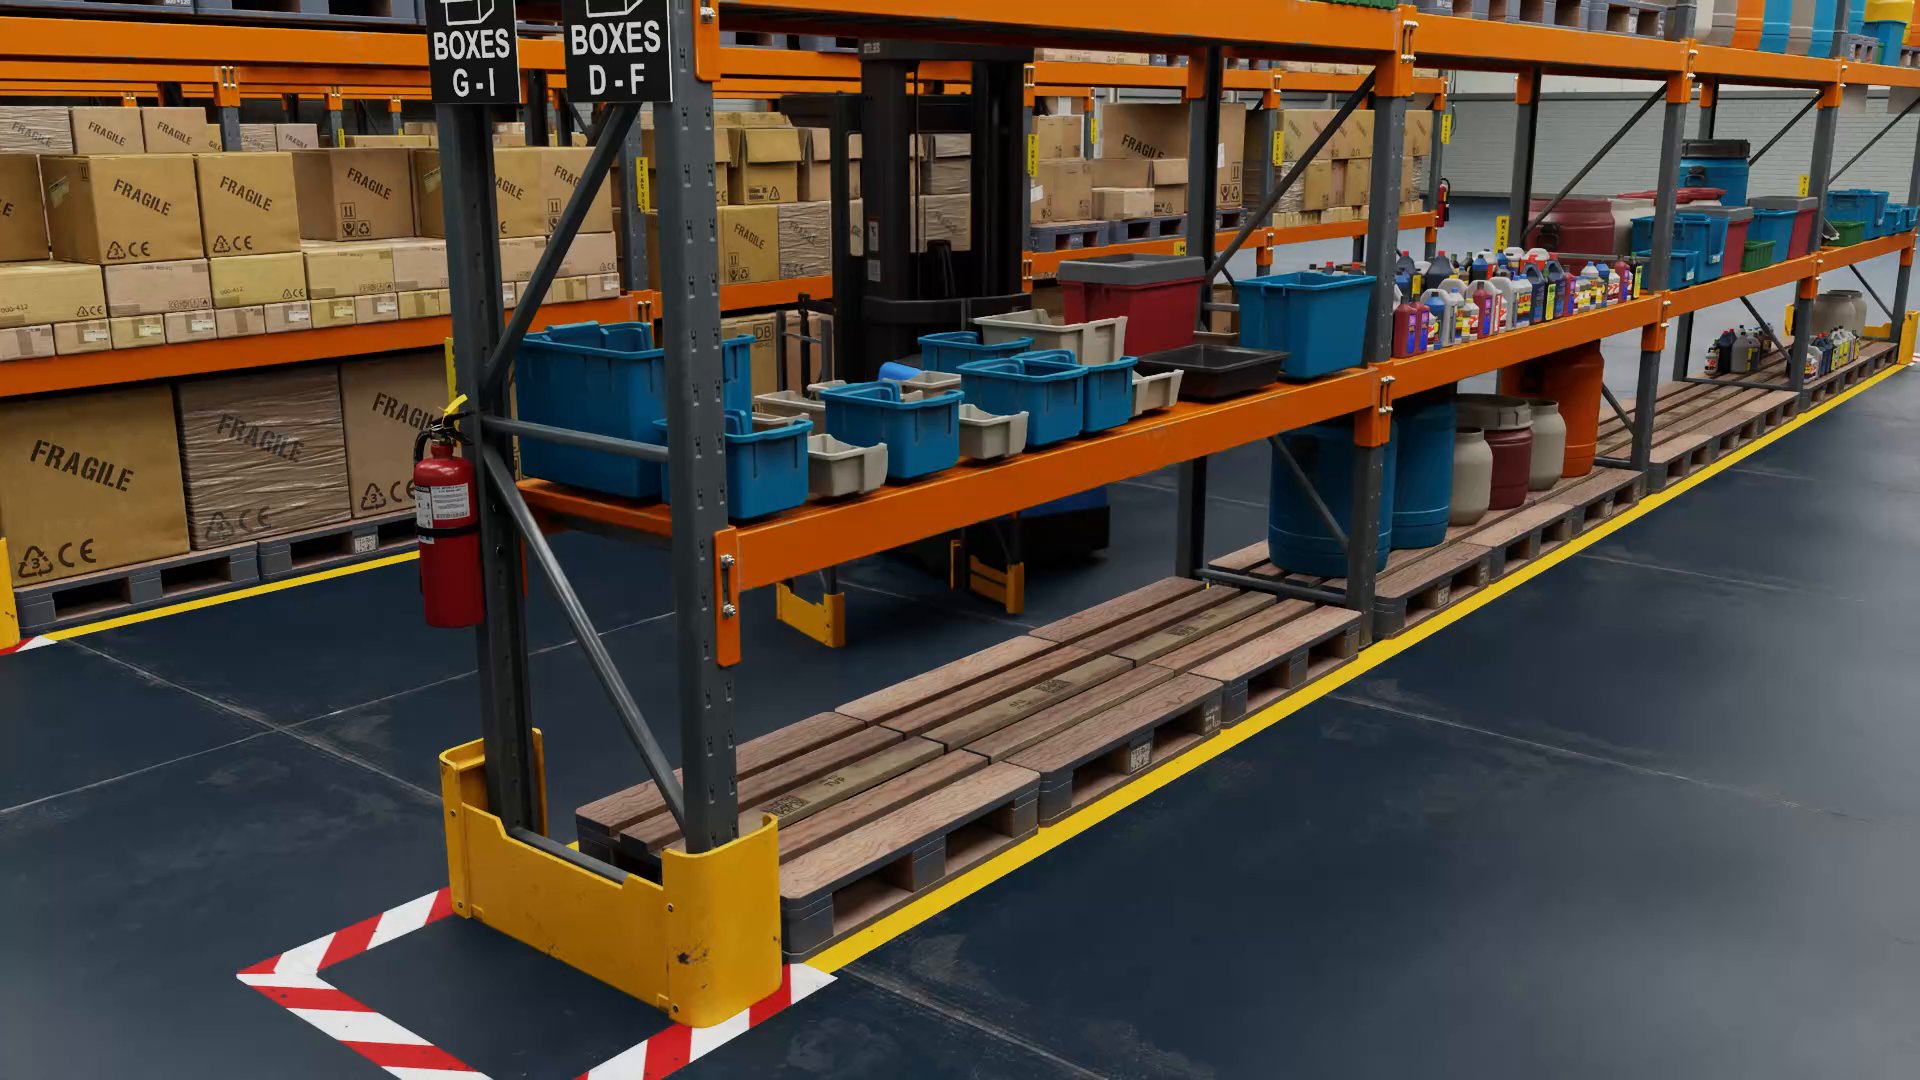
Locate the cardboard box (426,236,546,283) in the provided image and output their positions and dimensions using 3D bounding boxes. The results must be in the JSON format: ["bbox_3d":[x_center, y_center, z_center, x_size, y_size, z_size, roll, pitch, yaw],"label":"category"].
[{"bbox_3d":[-2.767,-1.646,9.709,0.500,0.250,0.500,12,19,39],"label":"cardboard box"}]

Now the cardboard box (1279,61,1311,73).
[{"bbox_3d":[3.139,-4.758,16.474,0.500,0.250,0.500,10,18,35],"label":"cardboard box"}]

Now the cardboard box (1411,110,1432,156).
[{"bbox_3d":[5.018,-4.630,18.920,0.500,0.500,0.500,11,18,38],"label":"cardboard box"}]

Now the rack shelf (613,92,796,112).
[{"bbox_3d":[-3.794,-6.352,23.906,1.077,0.370,4.000,11,18,38],"label":"rack shelf"}]

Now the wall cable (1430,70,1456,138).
[{"bbox_3d":[14.197,-13.911,52.414,3.097,2.526,0.112,11,18,38],"label":"wall cable"}]

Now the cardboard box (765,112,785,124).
[{"bbox_3d":[-3.012,-6.080,24.627,0.700,0.500,0.500,11,18,38],"label":"cardboard box"}]

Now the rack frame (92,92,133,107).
[{"bbox_3d":[-11.428,-4.866,22.684,1.000,3.000,0.127,11,18,38],"label":"rack frame"}]

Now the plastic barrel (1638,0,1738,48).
[{"bbox_3d":[4.681,-3.619,10.665,0.600,0.901,0.600,0,14,0],"label":"plastic barrel"}]

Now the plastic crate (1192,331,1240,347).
[{"bbox_3d":[1.078,-0.866,7.355,0.396,0.136,0.243,11,18,38],"label":"plastic crate"}]

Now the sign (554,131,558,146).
[{"bbox_3d":[-4.085,-3.998,16.917,0.100,0.325,0.005,11,18,38],"label":"sign"}]

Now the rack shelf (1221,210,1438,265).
[{"bbox_3d":[3.914,-3.365,18.238,1.077,0.370,4.000,11,18,38],"label":"rack shelf"}]

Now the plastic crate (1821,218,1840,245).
[{"bbox_3d":[6.938,-2.615,13.950,0.767,0.338,0.504,11,18,38],"label":"plastic crate"}]

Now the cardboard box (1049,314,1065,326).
[{"bbox_3d":[0.549,-1.698,14.397,0.700,0.500,0.500,10,17,35],"label":"cardboard box"}]

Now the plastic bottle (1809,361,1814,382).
[{"bbox_3d":[7.115,-1.434,13.965,0.097,0.201,0.097,0,14,0],"label":"plastic bottle"}]

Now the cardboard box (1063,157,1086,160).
[{"bbox_3d":[1.179,-4.878,22.429,0.875,0.550,0.550,11,18,38],"label":"cardboard box"}]

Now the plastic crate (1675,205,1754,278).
[{"bbox_3d":[5.249,-2.091,11.633,0.402,0.464,0.583,11,18,38],"label":"plastic crate"}]

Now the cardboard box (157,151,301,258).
[{"bbox_3d":[-3.738,-1.714,8.454,0.500,0.500,0.500,11,18,36],"label":"cardboard box"}]

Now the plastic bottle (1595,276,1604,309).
[{"bbox_3d":[3.658,-1.439,9.599,0.097,0.201,0.097,0,14,0],"label":"plastic bottle"}]

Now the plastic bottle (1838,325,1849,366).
[{"bbox_3d":[7.843,-1.737,14.856,0.144,0.351,0.185,12,19,40],"label":"plastic bottle"}]

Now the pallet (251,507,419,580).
[{"bbox_3d":[-3.676,-0.079,9.505,1.003,0.211,1.213,11,18,38],"label":"pallet"}]

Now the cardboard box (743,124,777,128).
[{"bbox_3d":[-2.403,-4.263,18.077,0.700,0.500,0.500,11,18,37],"label":"cardboard box"}]

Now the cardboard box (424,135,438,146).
[{"bbox_3d":[-6.451,-4.748,20.563,0.500,0.500,0.500,12,18,38],"label":"cardboard box"}]

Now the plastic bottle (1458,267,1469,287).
[{"bbox_3d":[3.004,-1.537,9.985,0.097,0.201,0.097,0,14,0],"label":"plastic bottle"}]

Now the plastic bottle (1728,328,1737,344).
[{"bbox_3d":[6.811,-1.698,14.703,0.144,0.351,0.185,10,17,35],"label":"plastic bottle"}]

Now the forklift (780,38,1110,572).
[{"bbox_3d":[-0.362,-1.566,9.835,1.130,2.935,3.031,-8,16,-30],"label":"forklift"}]

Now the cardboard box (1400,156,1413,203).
[{"bbox_3d":[4.583,-4.074,18.761,0.875,0.500,0.500,11,18,38],"label":"cardboard box"}]

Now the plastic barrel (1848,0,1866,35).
[{"bbox_3d":[7.219,-4.639,13.827,0.600,0.901,0.708,11,18,38],"label":"plastic barrel"}]

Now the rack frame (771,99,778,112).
[{"bbox_3d":[-2.537,-5.630,25.694,1.000,3.000,0.127,11,18,38],"label":"rack frame"}]

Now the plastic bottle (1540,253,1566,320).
[{"bbox_3d":[3.223,-1.388,9.094,0.144,0.351,0.185,11,18,38],"label":"plastic bottle"}]

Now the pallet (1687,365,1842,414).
[{"bbox_3d":[6.964,-1.335,14.449,1.003,0.211,1.213,11,18,38],"label":"pallet"}]

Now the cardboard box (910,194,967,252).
[{"bbox_3d":[-0.292,-2.386,12.719,0.500,0.500,0.500,11,18,37],"label":"cardboard box"}]

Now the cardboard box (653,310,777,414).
[{"bbox_3d":[-1.984,-1.098,11.316,1.225,0.875,0.875,11,18,38],"label":"cardboard box"}]

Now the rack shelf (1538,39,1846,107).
[{"bbox_3d":[5.253,-3.286,11.836,1.077,0.370,4.000,11,18,38],"label":"rack shelf"}]

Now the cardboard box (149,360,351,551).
[{"bbox_3d":[-3.973,-0.516,9.023,0.875,0.875,0.875,11,18,38],"label":"cardboard box"}]

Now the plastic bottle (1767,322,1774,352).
[{"bbox_3d":[7.642,-1.922,15.745,0.097,0.271,0.097,0,14,0],"label":"plastic bottle"}]

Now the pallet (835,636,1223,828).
[{"bbox_3d":[0.283,0.701,6.436,1.003,0.211,1.213,11,18,38],"label":"pallet"}]

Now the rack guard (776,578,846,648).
[{"bbox_3d":[-0.712,0.311,7.892,0.087,0.250,0.587,-9,17,-31],"label":"rack guard"}]

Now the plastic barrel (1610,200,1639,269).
[{"bbox_3d":[4.476,-2.083,11.501,0.421,0.512,0.421,0,14,0],"label":"plastic barrel"}]

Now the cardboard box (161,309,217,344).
[{"bbox_3d":[-3.921,-1.076,8.278,0.380,0.149,0.250,11,18,37],"label":"cardboard box"}]

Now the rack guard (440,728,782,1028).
[{"bbox_3d":[-1.037,0.952,4.860,1.175,0.500,0.348,11,18,38],"label":"rack guard"}]

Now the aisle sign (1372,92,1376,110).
[{"bbox_3d":[4.977,-5.415,19.567,0.394,0.787,0.004,11,18,38],"label":"aisle sign"}]

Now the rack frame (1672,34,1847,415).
[{"bbox_3d":[6.510,-2.564,13.625,1.000,3.000,0.127,11,18,38],"label":"rack frame"}]

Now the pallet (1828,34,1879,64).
[{"bbox_3d":[6.887,-4.080,13.882,1.213,0.211,1.003,11,18,38],"label":"pallet"}]

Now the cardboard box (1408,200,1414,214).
[{"bbox_3d":[4.995,-3.841,19.160,0.380,0.149,0.250,11,18,38],"label":"cardboard box"}]

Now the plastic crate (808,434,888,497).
[{"bbox_3d":[-0.355,-0.212,4.781,0.250,0.136,0.298,11,18,38],"label":"plastic crate"}]

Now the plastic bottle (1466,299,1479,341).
[{"bbox_3d":[2.515,-1.091,8.229,0.097,0.201,0.097,0,14,0],"label":"plastic bottle"}]

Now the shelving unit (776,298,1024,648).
[{"bbox_3d":[-0.289,-0.360,7.993,1.083,1.500,0.587,-9,17,-31],"label":"shelving unit"}]

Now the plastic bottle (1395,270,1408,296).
[{"bbox_3d":[2.364,-1.316,8.974,0.097,0.271,0.097,0,14,0],"label":"plastic bottle"}]

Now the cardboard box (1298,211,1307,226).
[{"bbox_3d":[3.329,-3.302,17.038,0.380,0.149,0.250,11,18,38],"label":"cardboard box"}]

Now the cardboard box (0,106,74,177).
[{"bbox_3d":[-6.904,-2.935,12.247,0.500,0.500,0.500,12,18,39],"label":"cardboard box"}]

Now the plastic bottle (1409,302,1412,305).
[{"bbox_3d":[2.190,-1.051,8.073,0.097,0.201,0.097,0,14,0],"label":"plastic bottle"}]

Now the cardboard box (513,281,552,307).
[{"bbox_3d":[-2.631,-1.469,9.825,0.380,0.149,0.250,11,18,37],"label":"cardboard box"}]
